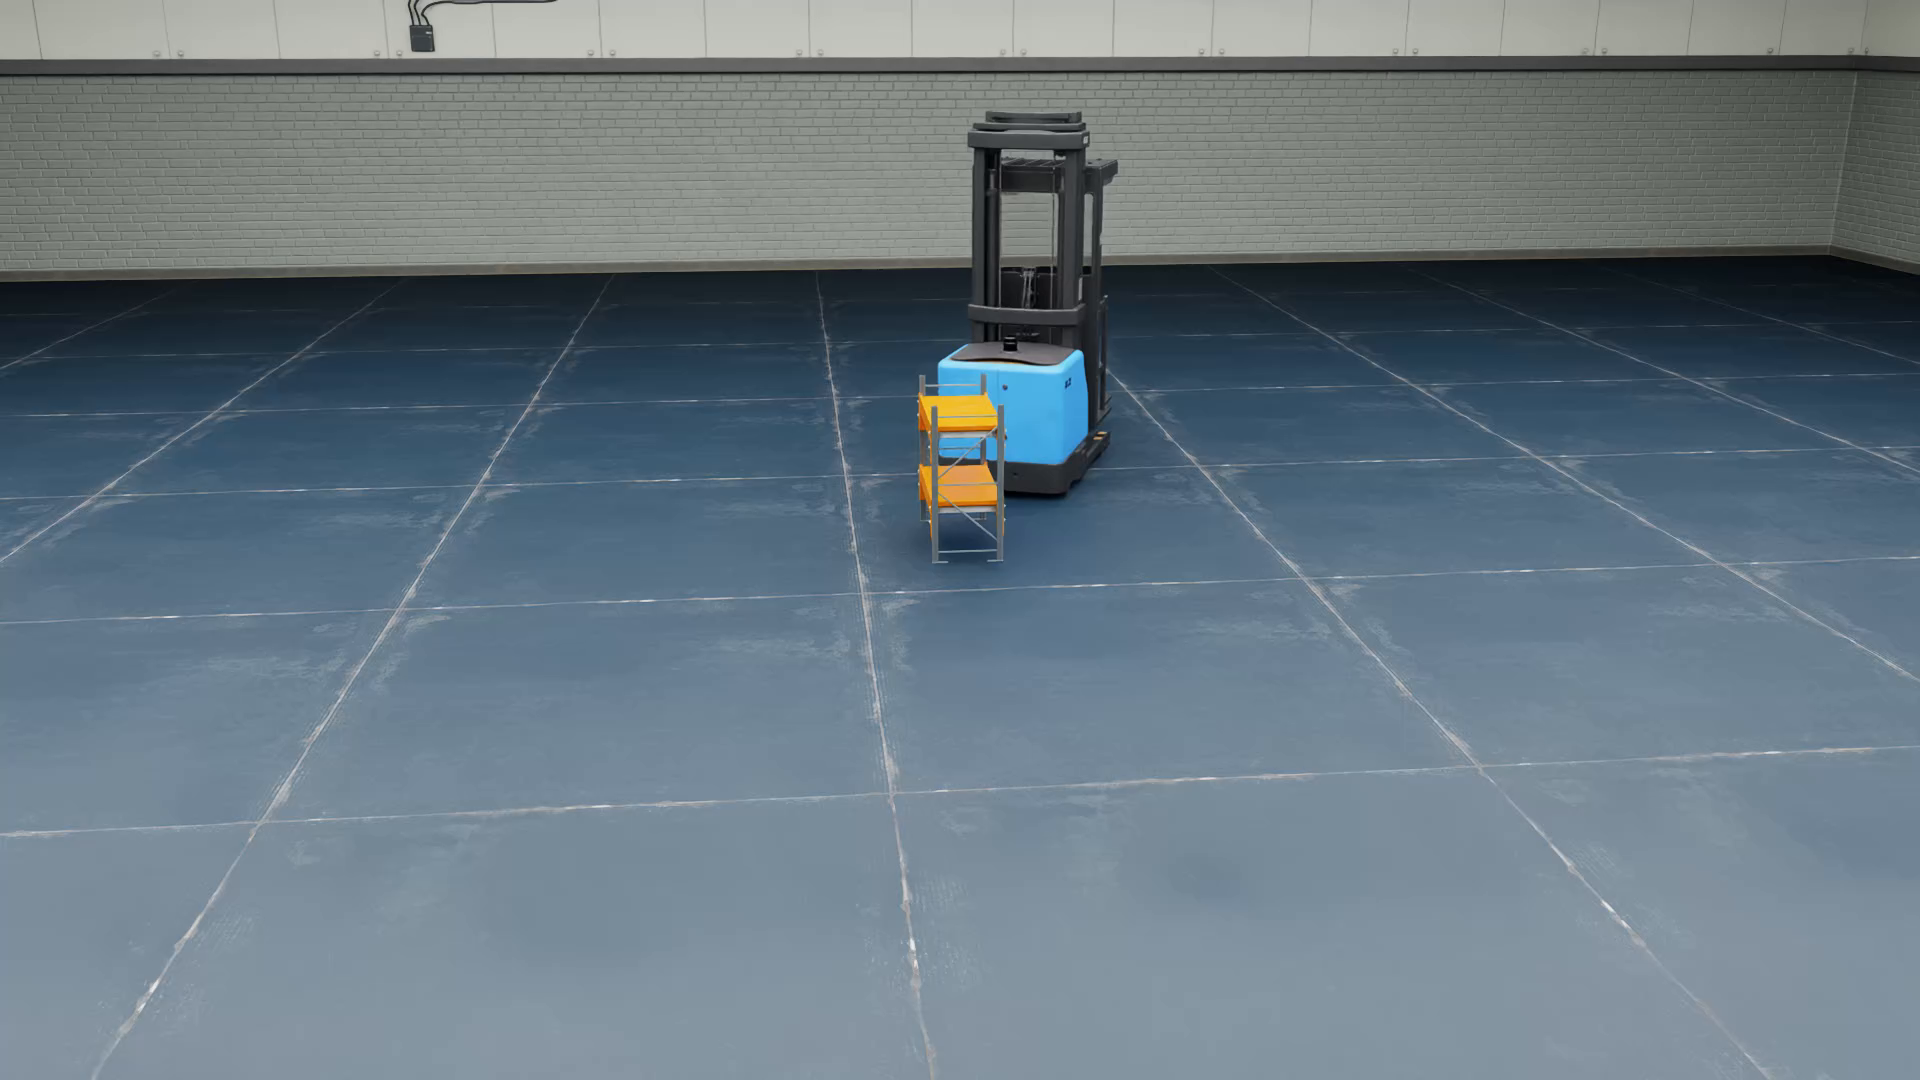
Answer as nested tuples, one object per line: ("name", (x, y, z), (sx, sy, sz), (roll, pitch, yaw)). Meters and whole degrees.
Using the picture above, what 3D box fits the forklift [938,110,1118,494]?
("forklift", (0.704, -2.163, 14.173), (1.130, 2.935, 3.031), (5, 18, 15))

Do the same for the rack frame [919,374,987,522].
("rack frame", (-0.052, -0.686, 12.485), (0.500, 1.125, 0.032), (-2, 18, -6))

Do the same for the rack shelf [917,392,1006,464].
("rack shelf", (0.001, -0.814, 11.915), (0.538, 0.278, 1.000), (-2, 18, -6))

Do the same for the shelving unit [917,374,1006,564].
("shelving unit", (0.001, -0.535, 12.002), (0.538, 1.125, 1.048), (-2, 18, -6))

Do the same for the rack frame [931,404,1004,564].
("rack frame", (0.053, -0.383, 11.520), (0.500, 1.125, 0.032), (-2, 18, -6))

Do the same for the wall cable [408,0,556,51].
("wall cable", (-6.664, -9.870, 22.913), (2.305, 6.003, 0.169), (-2, 18, -6))

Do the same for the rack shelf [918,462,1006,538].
("rack shelf", (0.001, -0.301, 12.075), (0.538, 0.278, 1.000), (-2, 18, -6))
